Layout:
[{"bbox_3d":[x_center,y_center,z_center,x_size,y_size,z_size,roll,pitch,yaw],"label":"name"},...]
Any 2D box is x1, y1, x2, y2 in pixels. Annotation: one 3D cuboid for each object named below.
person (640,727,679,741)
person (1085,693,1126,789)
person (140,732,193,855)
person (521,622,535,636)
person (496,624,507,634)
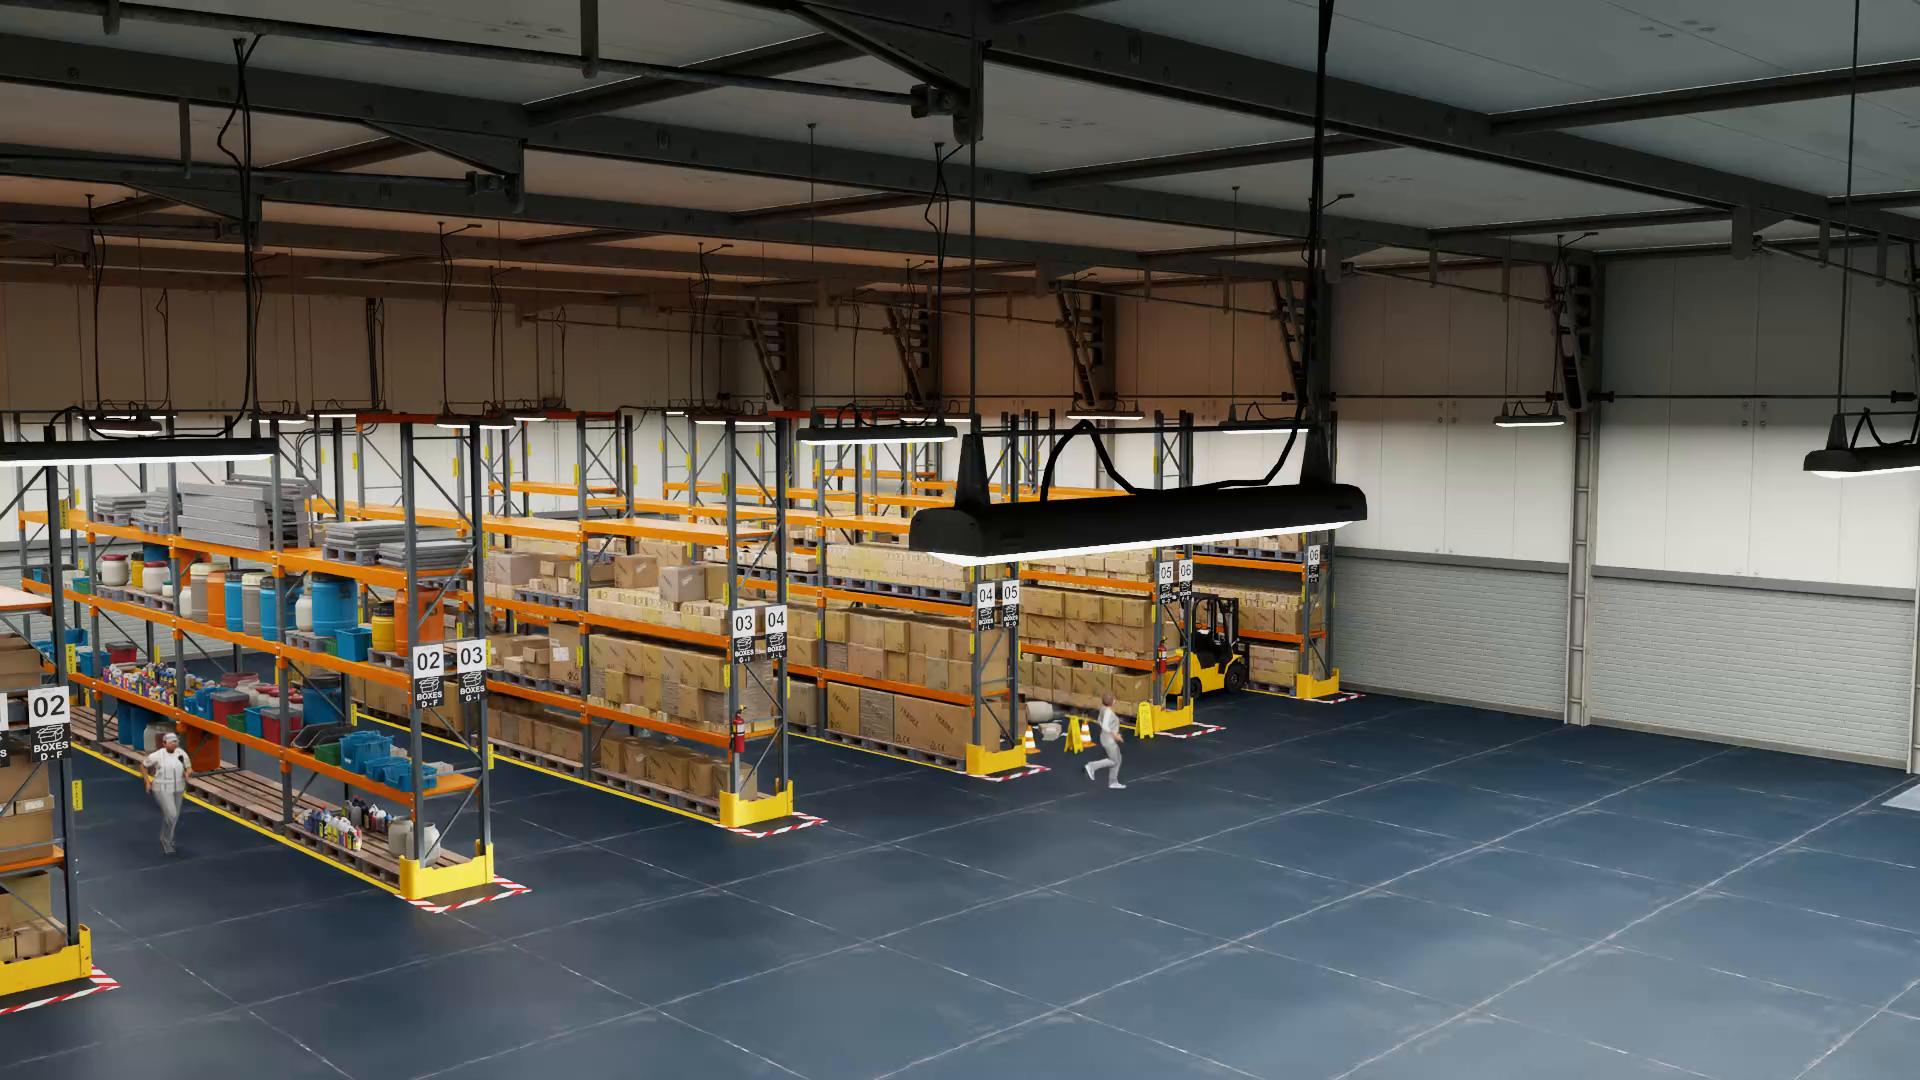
[{"bbox_3d":[-5.496,2.865,30.386,0.873,1.580,0.545,3,6,32],"label":"person"},{"bbox_3d":[2.347,3.239,26.771,0.671,1.563,0.538,0,5,-1],"label":"person"},{"bbox_3d":[-10.956,3.510,23.072,0.783,1.705,0.570,4,6,36],"label":"person"},{"bbox_3d":[-10.554,1.998,40.968,0.553,1.589,0.652,0,5,-3],"label":"person"},{"bbox_3d":[-9.260,2.545,33.702,0.885,1.721,0.562,4,6,38],"label":"person"}]
